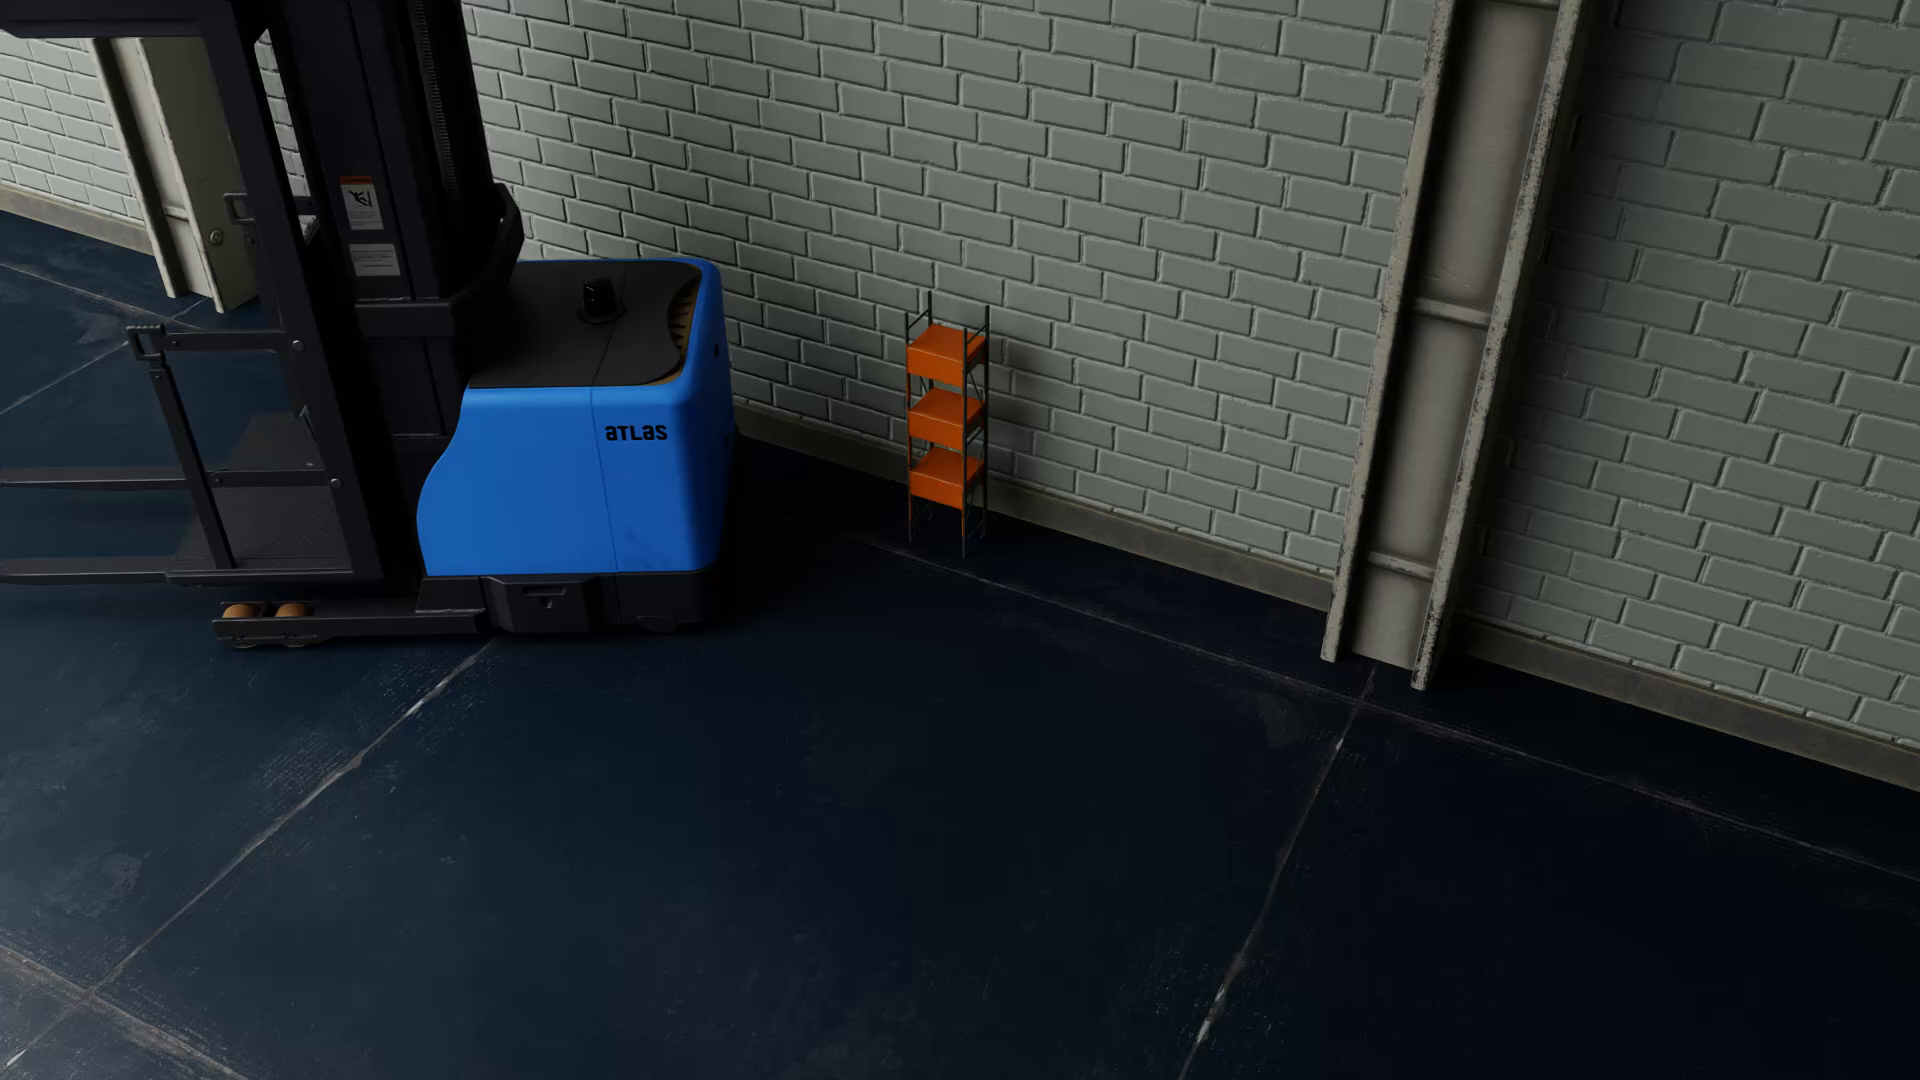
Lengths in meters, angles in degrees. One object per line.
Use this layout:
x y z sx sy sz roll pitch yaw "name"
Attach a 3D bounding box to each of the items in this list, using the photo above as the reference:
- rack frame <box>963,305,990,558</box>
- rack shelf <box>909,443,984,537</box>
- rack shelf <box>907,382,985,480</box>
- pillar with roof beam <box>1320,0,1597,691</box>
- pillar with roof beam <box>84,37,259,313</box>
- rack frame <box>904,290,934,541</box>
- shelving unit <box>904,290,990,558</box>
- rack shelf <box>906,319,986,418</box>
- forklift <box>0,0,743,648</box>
0.061 -0.399 6.407 0.008 1.050 0.200 17 41 21 "rack frame"
-0.048 -0.203 6.627 0.240 0.259 0.215 17 41 21 "rack shelf"
-0.048 -0.425 6.459 0.240 0.259 0.215 17 41 21 "rack shelf"
-0.396 -0.862 0.443 0.400 9.000 9.100 17 41 21 "pillar with roof beam"
-5.724 -2.530 2.640 0.400 9.000 9.100 17 41 21 "pillar with roof beam"
-0.156 -0.467 6.497 0.008 1.050 0.200 17 41 21 "rack frame"
-0.048 -0.433 6.452 0.252 1.050 0.215 17 41 21 "shelving unit"
-0.048 -0.651 6.287 0.240 0.259 0.215 17 41 21 "rack shelf"
-2.410 -1.089 5.760 3.031 2.935 1.130 -1 37 -1 "forklift"
